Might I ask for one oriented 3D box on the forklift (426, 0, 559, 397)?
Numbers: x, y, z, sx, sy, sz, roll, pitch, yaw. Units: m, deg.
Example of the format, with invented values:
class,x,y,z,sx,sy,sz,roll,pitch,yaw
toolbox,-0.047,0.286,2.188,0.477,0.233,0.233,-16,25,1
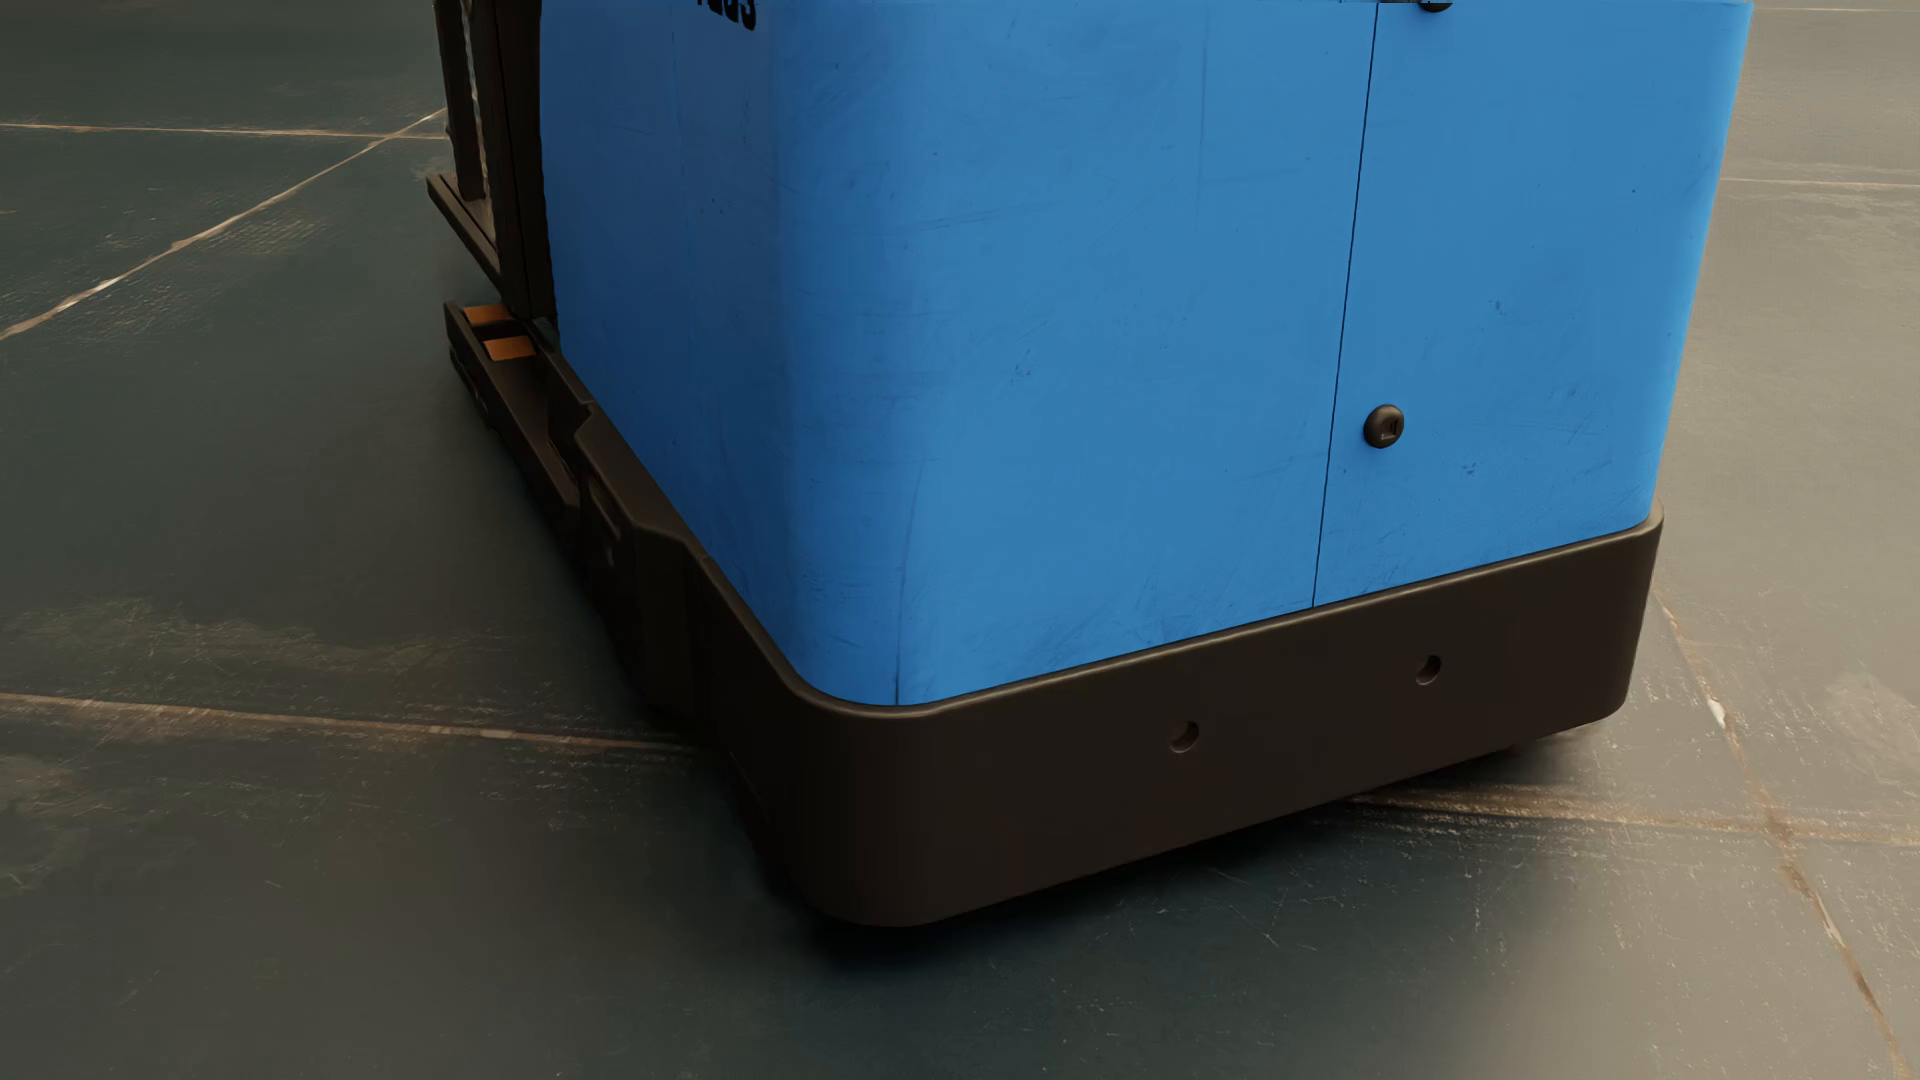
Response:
class,x,y,z,sx,sy,sz,roll,pitch,yaw
forklift,-0.281,-1.572,2.367,1.121,2.935,3.031,-12,29,-22
